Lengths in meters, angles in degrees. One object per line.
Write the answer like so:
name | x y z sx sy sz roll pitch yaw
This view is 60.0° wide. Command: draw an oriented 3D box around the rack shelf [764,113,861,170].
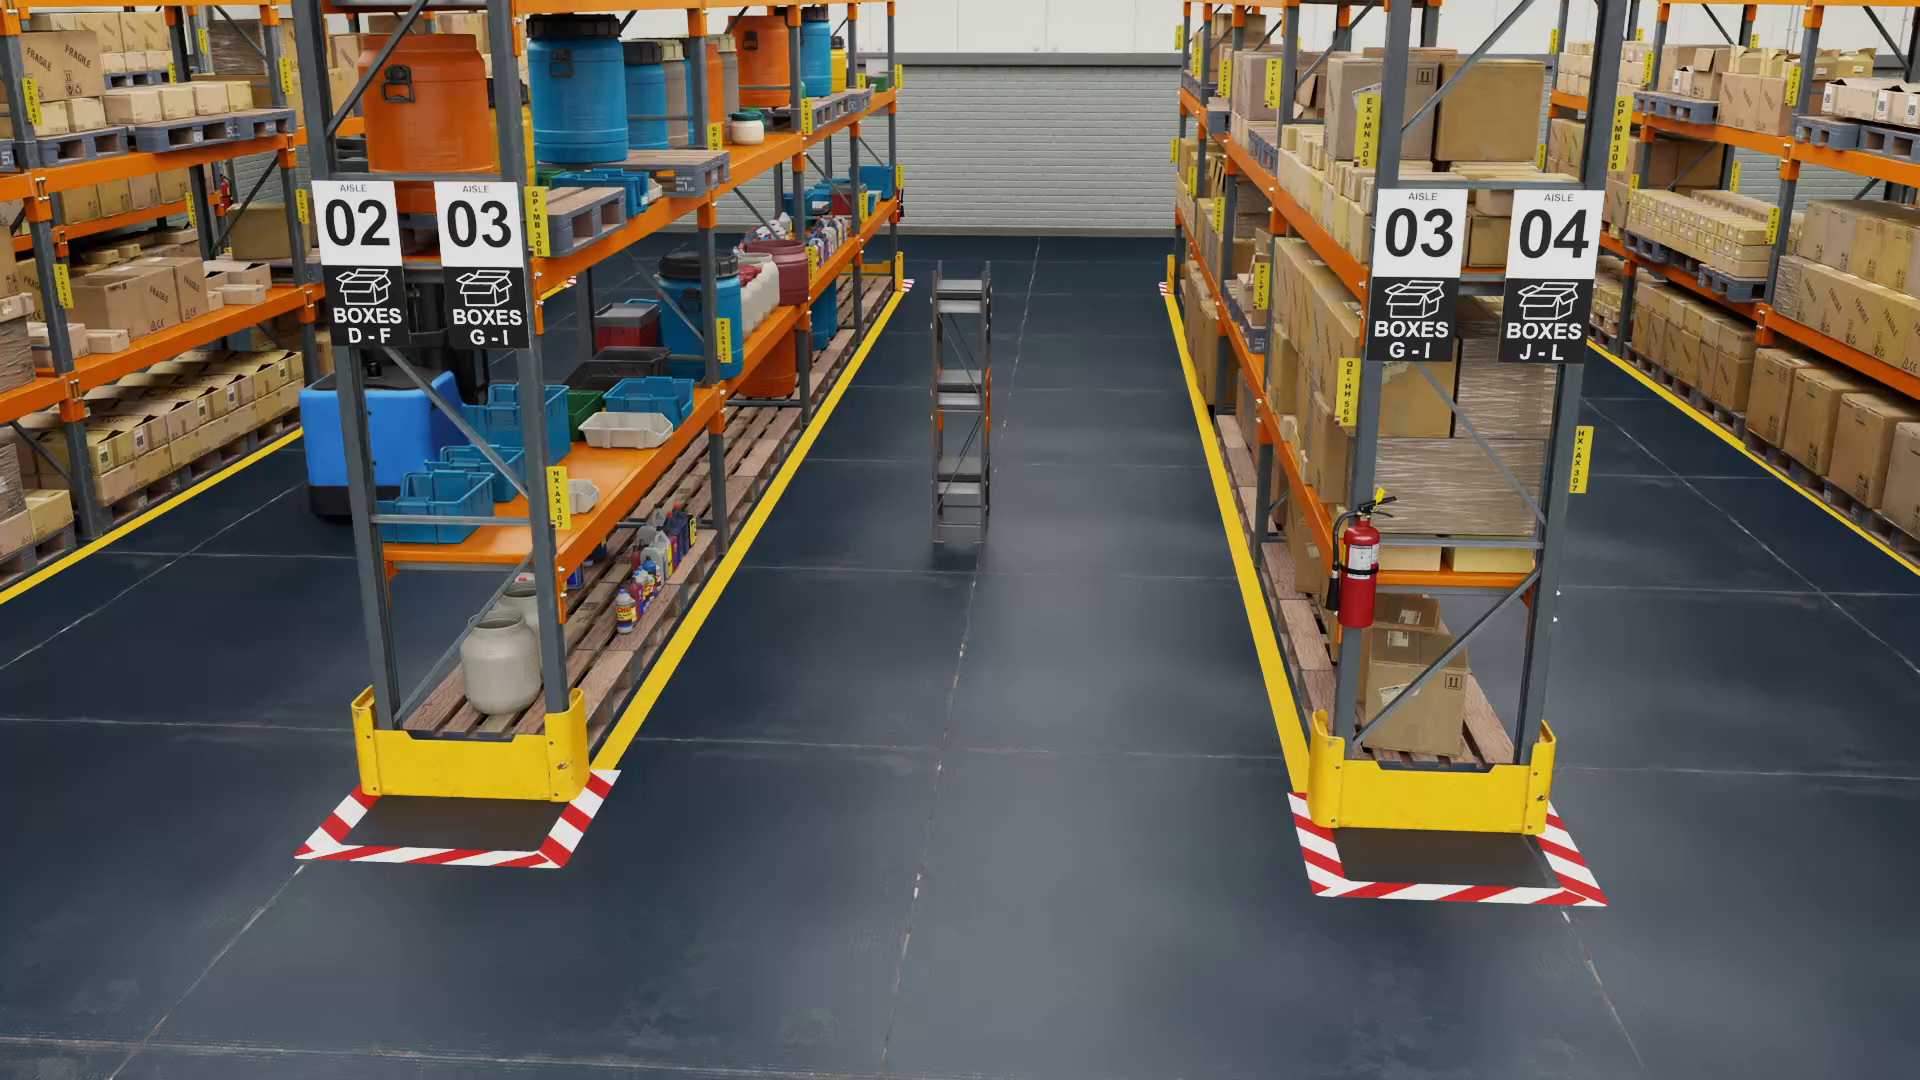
rack shelf | -1.835 -4.281 17.509 1.077 0.370 4.000 1 18 4

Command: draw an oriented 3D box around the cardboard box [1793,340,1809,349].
cardboard box | 8.193 -1.900 16.041 0.500 0.250 0.500 0 18 1

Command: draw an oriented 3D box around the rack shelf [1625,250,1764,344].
rack shelf | 8.045 -2.603 17.205 1.077 0.370 4.000 1 18 4

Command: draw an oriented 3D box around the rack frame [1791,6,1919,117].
rack frame | 7.902 -5.174 14.263 1.000 3.000 0.127 1 18 4

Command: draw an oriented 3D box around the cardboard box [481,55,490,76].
cardboard box | -6.268 -5.978 20.970 0.500 0.250 0.500 1 18 4

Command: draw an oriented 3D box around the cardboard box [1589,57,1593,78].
cardboard box | 8.065 -5.794 20.407 0.500 0.250 0.500 1 18 2

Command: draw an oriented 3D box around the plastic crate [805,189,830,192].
plastic crate | -1.845 -4.532 22.108 0.416 0.233 0.300 1 18 4

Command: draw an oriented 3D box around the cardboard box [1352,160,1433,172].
cardboard box | 2.279 -1.936 8.798 0.380 0.149 0.250 2 18 5

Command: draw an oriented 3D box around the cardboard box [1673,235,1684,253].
cardboard box | 7.592 -3.050 17.144 0.380 0.149 0.250 0 18 1

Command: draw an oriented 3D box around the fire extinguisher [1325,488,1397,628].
fire extinguisher | 1.920 0.081 7.983 0.296 0.674 0.183 1 18 4

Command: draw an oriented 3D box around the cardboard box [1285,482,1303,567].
cardboard box | 2.607 -0.112 11.787 0.500 0.500 0.500 1 18 2

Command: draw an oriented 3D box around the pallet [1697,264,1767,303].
pallet | 7.847 -2.456 15.910 1.213 0.211 1.003 1 18 4

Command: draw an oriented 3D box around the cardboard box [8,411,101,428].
cardboard box | -7.431 -0.899 13.690 0.500 0.311 0.500 2 18 5

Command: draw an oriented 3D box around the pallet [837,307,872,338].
pallet | -1.678 -2.723 20.893 1.003 0.211 1.213 1 18 4

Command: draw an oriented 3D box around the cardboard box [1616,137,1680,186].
cardboard box | 7.953 -4.382 19.235 0.500 0.500 0.500 1 18 2

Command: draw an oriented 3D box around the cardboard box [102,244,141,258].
cardboard box | -11.174 -3.854 22.166 0.380 0.149 0.250 1 18 2

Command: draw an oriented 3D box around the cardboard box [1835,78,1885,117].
cardboard box | 8.208 -3.968 15.238 0.500 0.500 0.500 1 18 4

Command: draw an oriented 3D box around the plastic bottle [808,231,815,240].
plastic bottle | -1.612 -3.241 18.203 0.097 0.271 0.097 0 18 0

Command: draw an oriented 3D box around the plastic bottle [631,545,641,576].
plastic bottle | -2.183 0.162 11.266 0.061 0.283 0.133 1 18 4

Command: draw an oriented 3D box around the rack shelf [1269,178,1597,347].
rack shelf | 2.532 -1.686 9.589 1.077 0.370 4.000 1 18 4

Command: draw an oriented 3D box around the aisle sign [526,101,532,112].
aisle sign | -6.035 -6.422 23.531 0.394 0.787 0.004 1 18 4

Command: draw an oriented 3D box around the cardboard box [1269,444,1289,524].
cardboard box | 2.741 -0.435 12.741 0.700 0.500 0.500 0 18 0

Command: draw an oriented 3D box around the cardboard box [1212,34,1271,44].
cardboard box | 3.467 -5.999 20.600 0.700 0.500 0.500 2 18 6

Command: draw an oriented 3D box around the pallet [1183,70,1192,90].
pallet | 3.493 -6.103 22.056 1.003 0.211 1.213 1 18 4

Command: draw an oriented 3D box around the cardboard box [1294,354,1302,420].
cardboard box | 2.575 -0.962 10.403 0.875 0.500 0.500 1 18 4

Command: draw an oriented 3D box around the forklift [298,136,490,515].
forklift | -4.698 -1.997 14.311 1.130 2.935 3.031 0 18 0

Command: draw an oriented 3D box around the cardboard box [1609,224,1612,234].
cardboard box | 7.964 -3.705 19.815 0.380 0.149 0.250 2 18 6

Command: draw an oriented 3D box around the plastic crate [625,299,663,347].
plastic crate | -2.496 -1.676 13.246 0.392 0.384 0.575 1 18 4

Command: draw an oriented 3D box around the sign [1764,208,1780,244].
sign | 7.360 -2.845 15.057 0.100 0.325 0.005 1 18 4

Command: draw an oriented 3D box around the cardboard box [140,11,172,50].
cardboard box | -11.067 -7.006 22.872 0.500 0.500 0.500 1 18 4

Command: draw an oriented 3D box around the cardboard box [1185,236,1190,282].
cardboard box | 3.569 -3.940 22.867 0.875 0.875 0.875 1 18 4

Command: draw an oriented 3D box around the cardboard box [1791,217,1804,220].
cardboard box | 8.186 -3.068 16.241 0.380 0.149 0.250 1 18 2

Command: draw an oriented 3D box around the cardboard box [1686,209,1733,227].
cardboard box | 7.575 -3.251 16.799 0.380 0.149 0.250 2 18 7

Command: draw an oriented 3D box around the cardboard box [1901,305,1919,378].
cardboard box | 7.422 -1.454 12.382 0.500 0.500 0.500 1 18 3

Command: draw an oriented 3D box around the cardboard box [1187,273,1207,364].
cardboard box | 3.159 -2.421 18.233 1.225 0.875 0.875 1 18 2

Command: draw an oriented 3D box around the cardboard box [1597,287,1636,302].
cardboard box | 7.944 -2.967 20.111 0.380 0.149 0.250 1 18 3

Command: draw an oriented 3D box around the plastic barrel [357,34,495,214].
plastic barrel | -2.644 -2.075 8.255 0.600 0.830 0.708 1 18 4

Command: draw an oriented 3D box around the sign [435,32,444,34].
sign | -6.078 -5.777 19.457 0.100 0.325 0.005 1 18 4

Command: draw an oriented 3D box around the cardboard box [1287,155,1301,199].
cardboard box | 2.354 -2.279 10.485 0.500 0.250 0.500 1 18 3

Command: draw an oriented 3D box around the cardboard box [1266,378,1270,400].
cardboard box | 2.360 -1.044 11.695 0.380 0.149 0.250 1 18 4

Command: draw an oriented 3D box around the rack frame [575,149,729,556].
rack frame | -2.265 -1.334 12.177 1.000 3.000 0.127 1 18 4

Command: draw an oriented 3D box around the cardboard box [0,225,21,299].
cardboard box | -7.231 -1.972 11.879 0.700 0.500 0.500 1 18 4

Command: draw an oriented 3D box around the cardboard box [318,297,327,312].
cardboard box | -7.017 -2.697 18.439 0.500 0.250 0.500 1 18 3

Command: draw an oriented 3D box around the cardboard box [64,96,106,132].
cardboard box | -7.115 -3.361 13.113 0.500 0.250 0.500 0 18 -1

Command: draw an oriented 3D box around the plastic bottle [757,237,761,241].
plastic bottle | -2.136 -3.065 17.648 0.061 0.283 0.133 1 18 4

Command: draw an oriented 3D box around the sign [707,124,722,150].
sign | -1.717 -2.748 11.660 0.100 0.325 0.005 1 18 4

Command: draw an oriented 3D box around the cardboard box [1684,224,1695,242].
cardboard box | 7.573 -3.109 16.847 0.380 0.149 0.250 2 18 5

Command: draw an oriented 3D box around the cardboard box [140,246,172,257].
cardboard box | -11.308 -3.763 22.928 0.700 0.500 0.500 1 18 2

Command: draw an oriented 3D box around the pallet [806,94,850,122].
pallet | -1.729 -4.556 17.497 1.003 0.211 1.213 1 18 4

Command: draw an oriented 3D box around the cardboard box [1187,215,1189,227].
cardboard box | 2.999 -3.930 20.504 0.380 0.149 0.250 2 18 5

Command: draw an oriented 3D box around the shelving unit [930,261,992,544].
shelving unit | 0.012 -1.049 12.753 0.431 2.100 0.503 1 18 4

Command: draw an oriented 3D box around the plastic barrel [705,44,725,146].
plastic barrel | -2.301 -3.752 14.051 0.600 0.830 0.708 1 18 4

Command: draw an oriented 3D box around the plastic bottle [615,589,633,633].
plastic bottle | -2.111 0.440 10.439 0.097 0.271 0.097 0 18 0

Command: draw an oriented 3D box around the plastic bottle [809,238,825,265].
plastic bottle | -1.526 -3.075 17.690 0.152 0.276 0.135 1 18 4
